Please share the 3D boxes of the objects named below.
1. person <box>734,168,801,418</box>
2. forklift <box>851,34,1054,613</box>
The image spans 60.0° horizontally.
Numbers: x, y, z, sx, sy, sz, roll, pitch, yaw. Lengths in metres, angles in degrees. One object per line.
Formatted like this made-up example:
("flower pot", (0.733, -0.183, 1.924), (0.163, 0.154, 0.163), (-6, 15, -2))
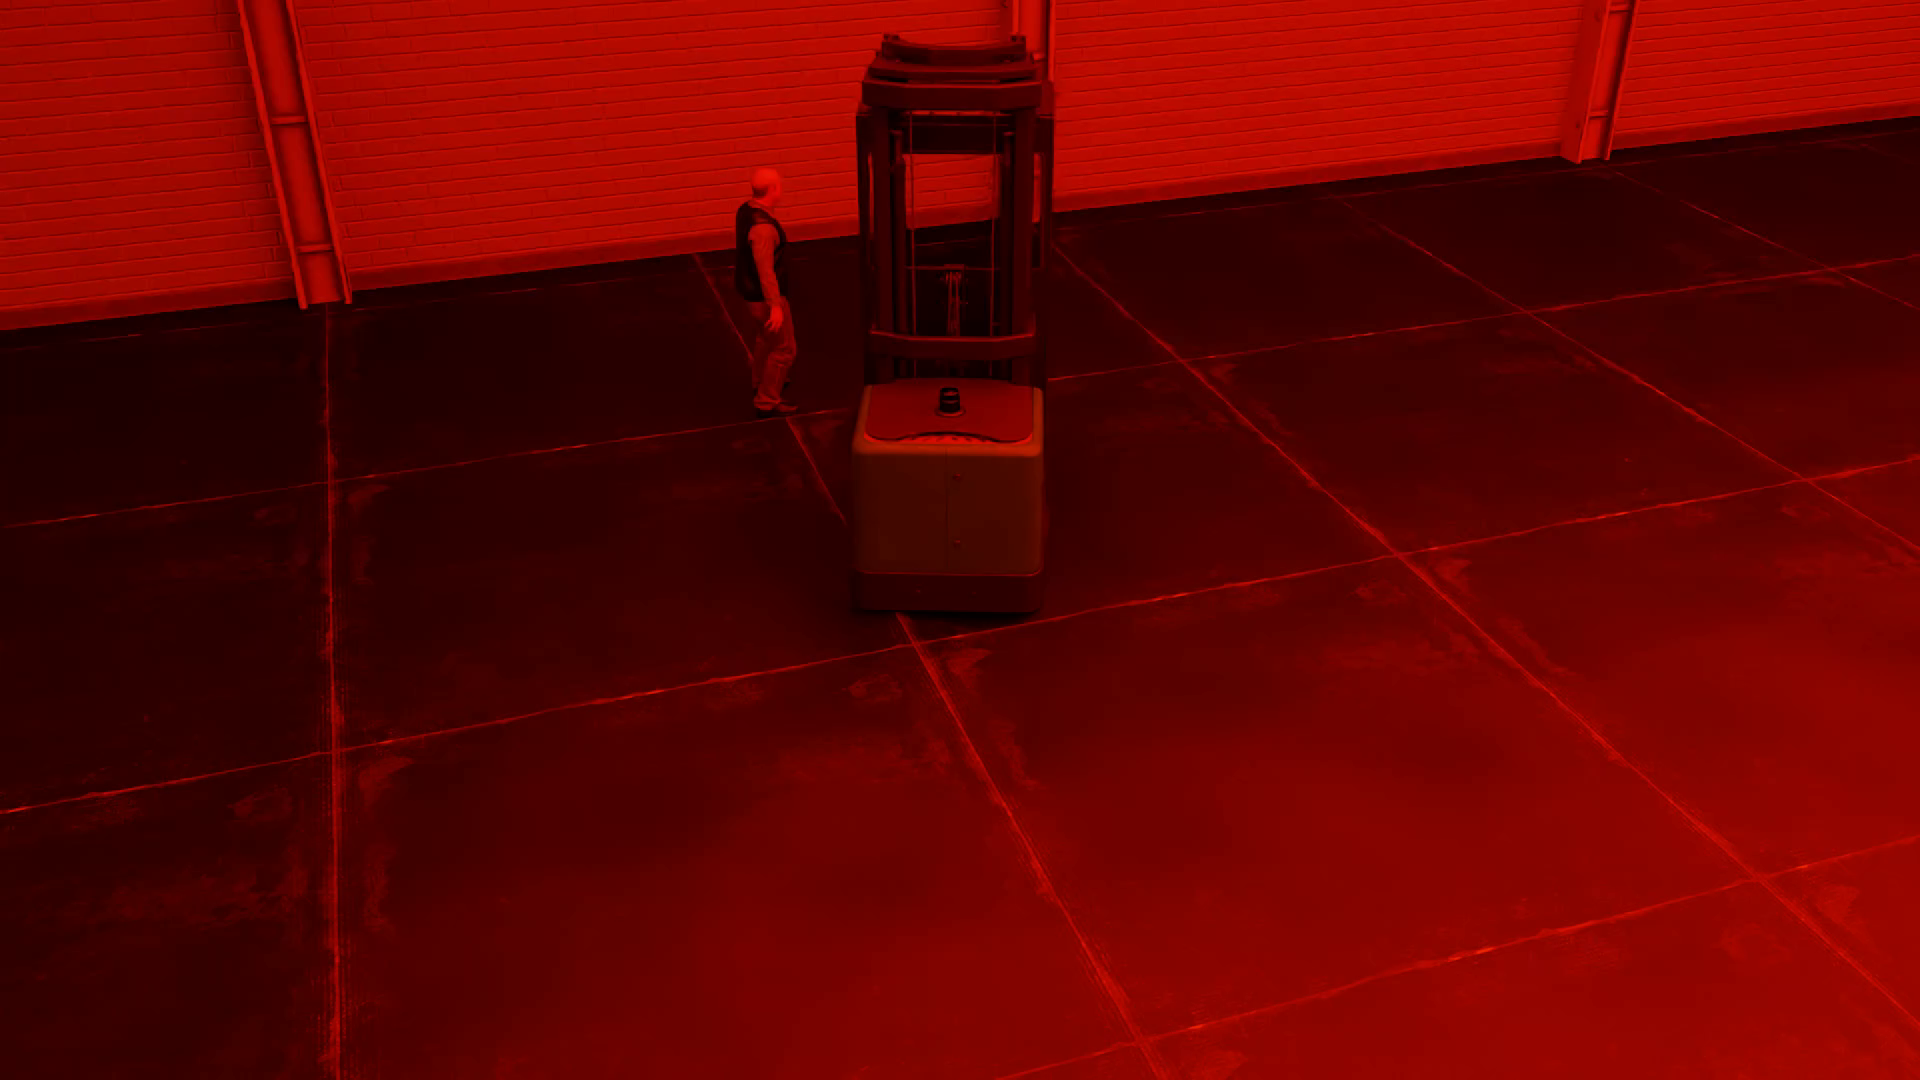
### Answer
("person", (-1.295, -1.676, 11.233), (0.418, 1.702, 0.736), (-11, 32, -18))
("forklift", (-0.017, -1.567, 9.811), (1.130, 2.935, 3.031), (1, 30, 2))
